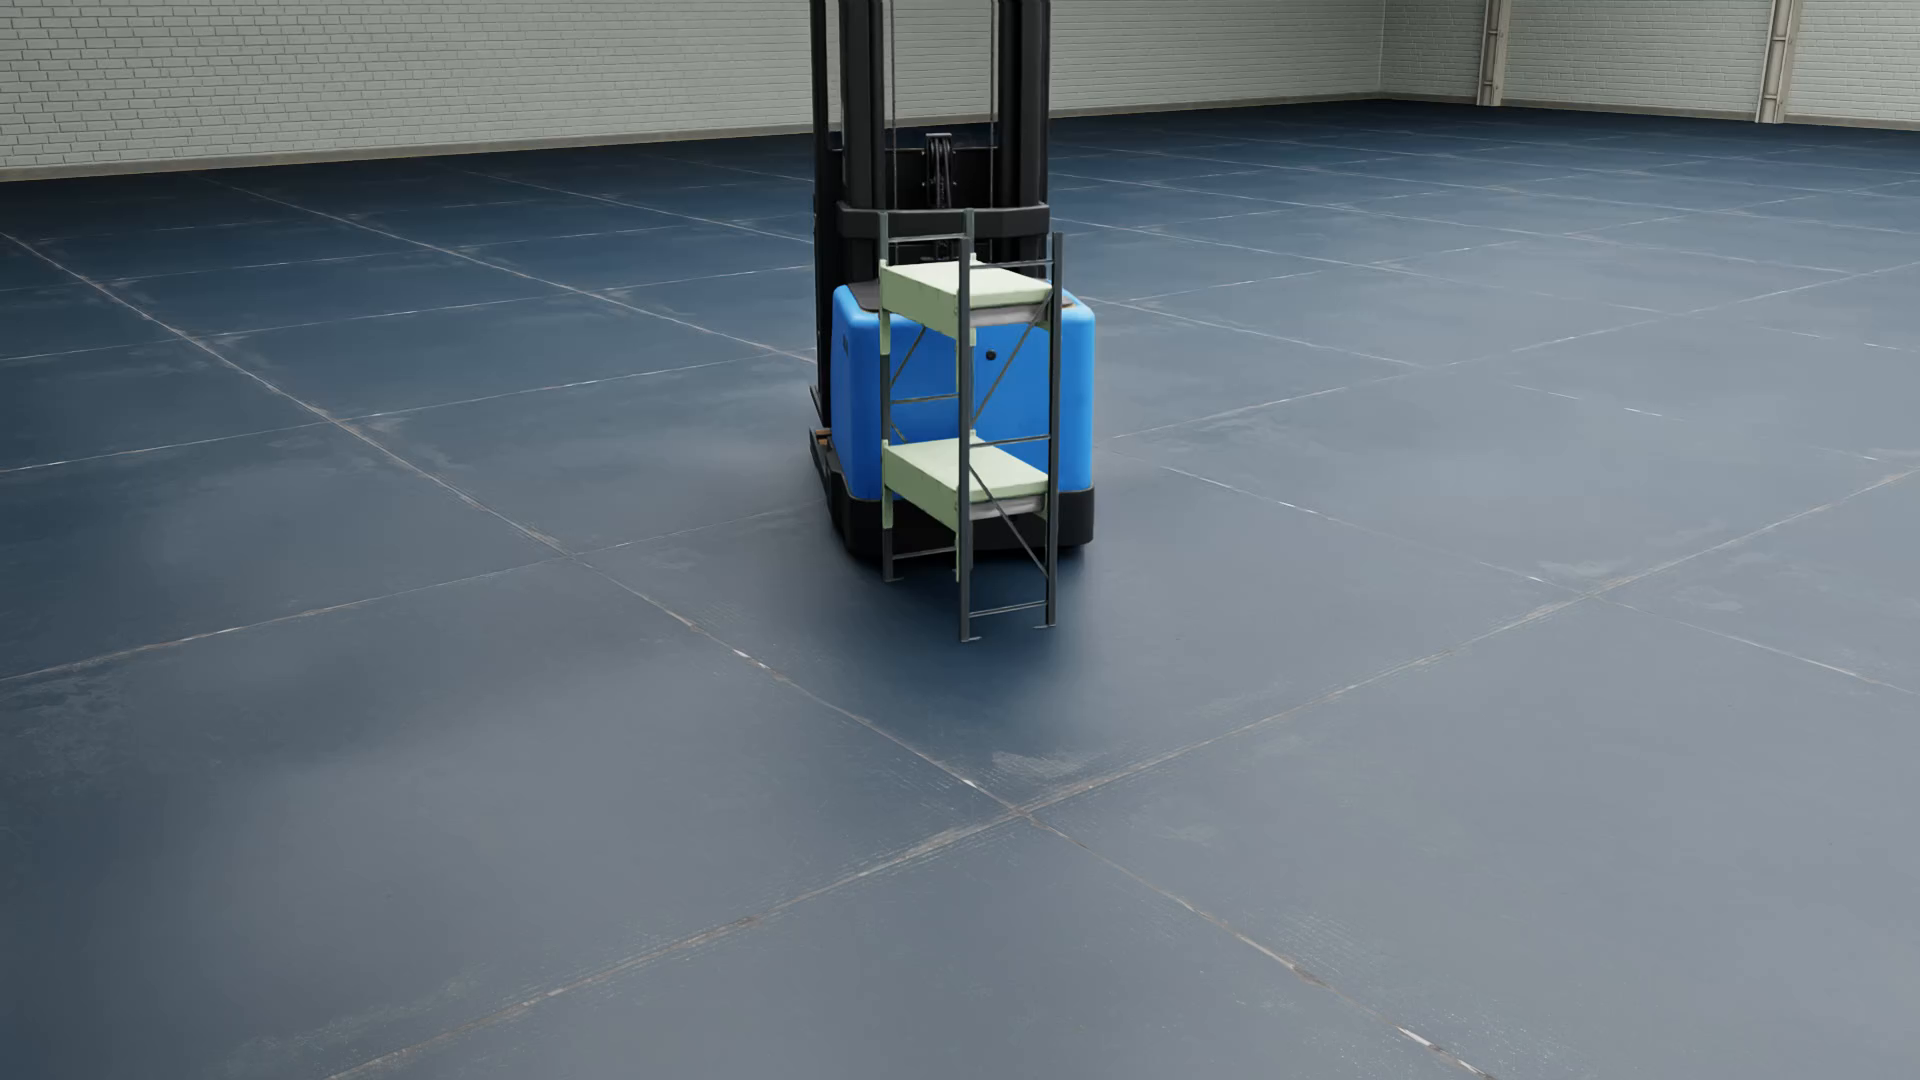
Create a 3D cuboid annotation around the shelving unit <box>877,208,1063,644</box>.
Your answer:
[{"bbox_3d":[0.025,-0.459,6.362,0.431,1.500,0.755,-8,20,-24],"label":"shelving unit"}]

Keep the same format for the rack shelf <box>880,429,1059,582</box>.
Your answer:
[{"bbox_3d":[0.025,-0.149,6.464,0.431,0.370,0.720,-8,20,-24],"label":"rack shelf"}]

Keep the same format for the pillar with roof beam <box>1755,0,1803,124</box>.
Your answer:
[{"bbox_3d":[11.455,-11.081,26.512,9.100,9.000,0.400,-14,23,-36],"label":"pillar with roof beam"}]

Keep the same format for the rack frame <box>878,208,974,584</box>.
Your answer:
[{"bbox_3d":[-0.130,-0.563,6.676,0.400,1.500,0.023,-8,20,-24],"label":"rack frame"}]

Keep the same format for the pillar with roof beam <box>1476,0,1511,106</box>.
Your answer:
[{"bbox_3d":[7.729,-12.560,30.977,9.100,9.000,0.400,-14,23,-36],"label":"pillar with roof beam"}]

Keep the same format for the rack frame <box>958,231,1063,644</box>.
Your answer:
[{"bbox_3d":[0.180,-0.354,6.047,0.400,1.500,0.023,-8,20,-24],"label":"rack frame"}]

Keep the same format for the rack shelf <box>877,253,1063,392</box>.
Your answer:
[{"bbox_3d":[0.025,-0.829,6.239,0.431,0.370,0.720,-8,20,-24],"label":"rack shelf"}]

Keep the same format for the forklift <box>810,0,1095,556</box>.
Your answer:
[{"bbox_3d":[-0.173,-1.748,7.978,1.130,2.935,3.031,-3,19,-9],"label":"forklift"}]
